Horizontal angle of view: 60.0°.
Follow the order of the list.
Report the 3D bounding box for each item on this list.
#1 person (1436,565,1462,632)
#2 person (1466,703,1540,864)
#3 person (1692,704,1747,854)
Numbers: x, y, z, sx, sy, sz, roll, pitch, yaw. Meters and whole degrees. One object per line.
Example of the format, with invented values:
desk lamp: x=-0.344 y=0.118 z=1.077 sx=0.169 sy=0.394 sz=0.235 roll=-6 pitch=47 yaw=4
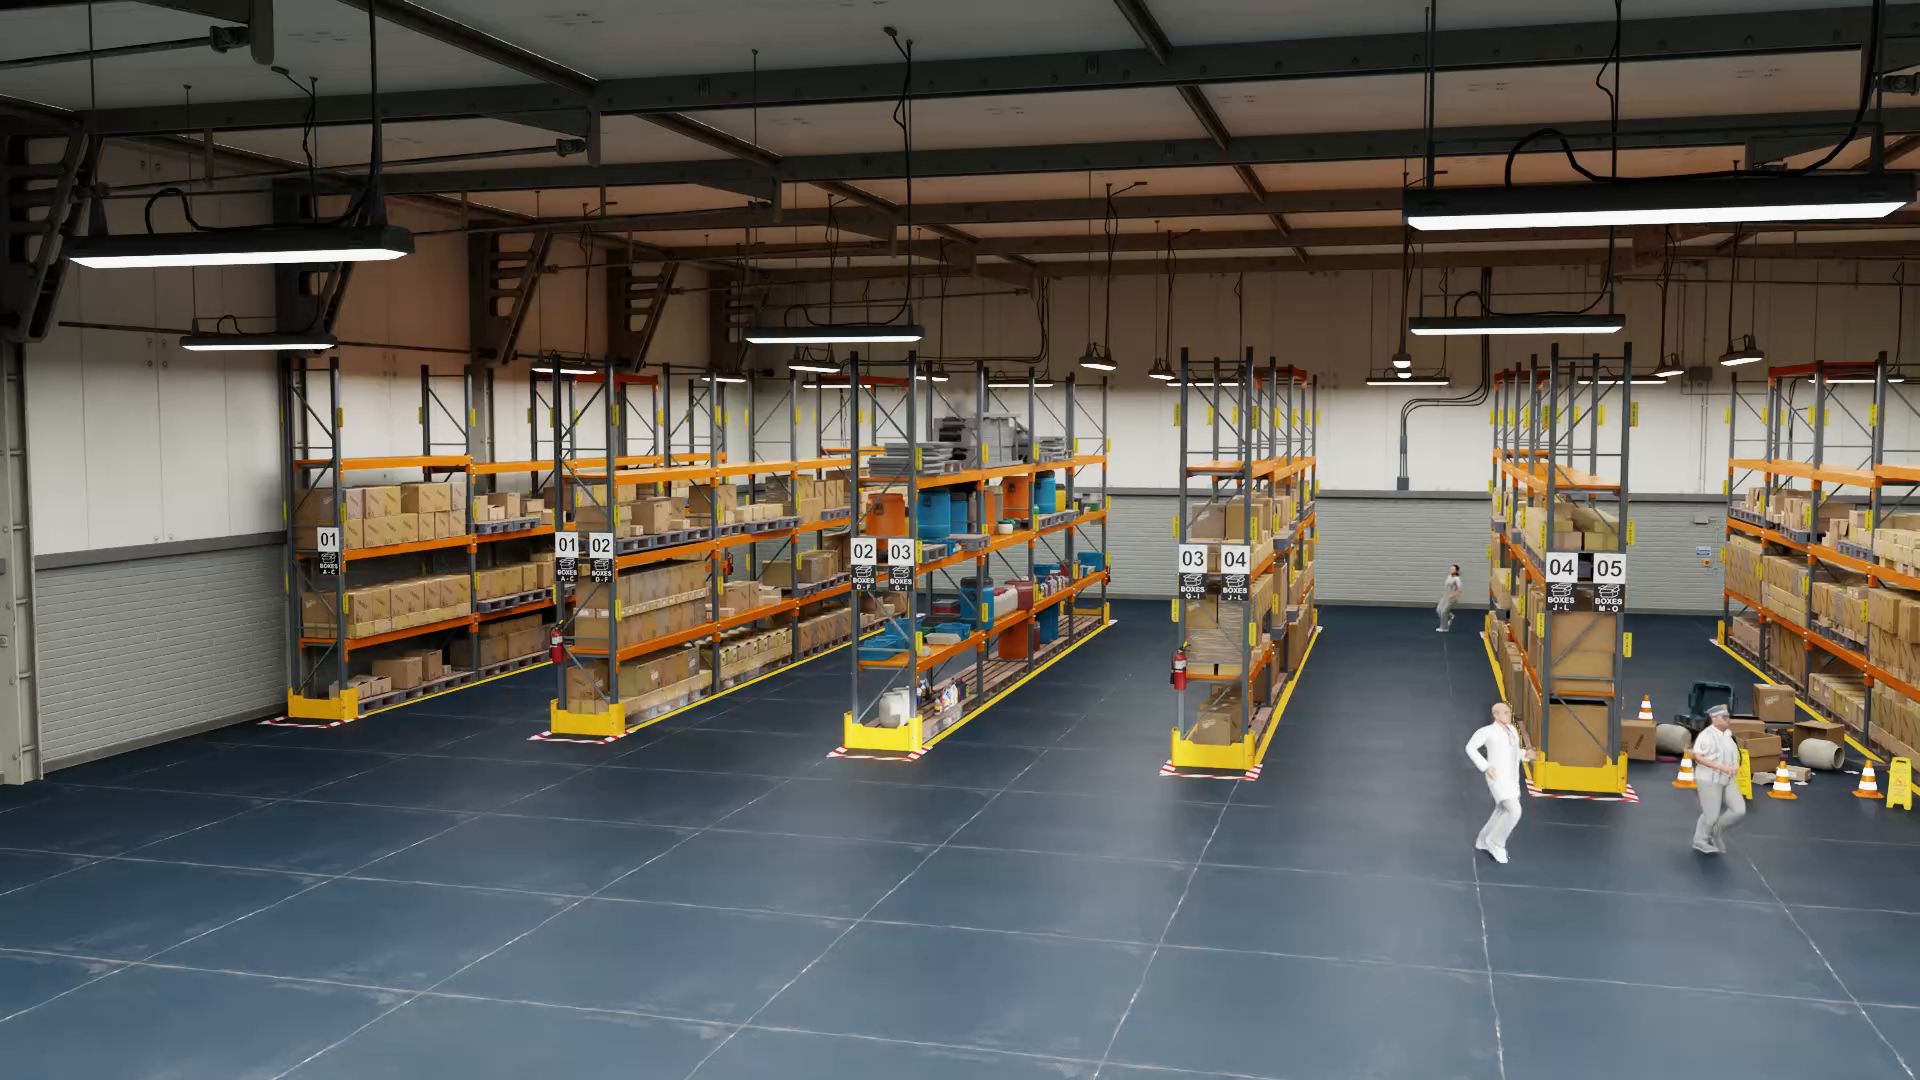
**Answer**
person: x=11.414 y=1.360 z=38.721 sx=0.529 sy=1.594 sz=0.598 roll=-2 pitch=5 yaw=-24
person: x=6.151 y=2.749 z=18.787 sx=0.685 sy=1.808 sz=0.737 roll=-4 pitch=6 yaw=-41
person: x=8.661 y=2.743 z=18.943 sx=0.667 sy=1.778 sz=0.644 roll=-2 pitch=5 yaw=-26
